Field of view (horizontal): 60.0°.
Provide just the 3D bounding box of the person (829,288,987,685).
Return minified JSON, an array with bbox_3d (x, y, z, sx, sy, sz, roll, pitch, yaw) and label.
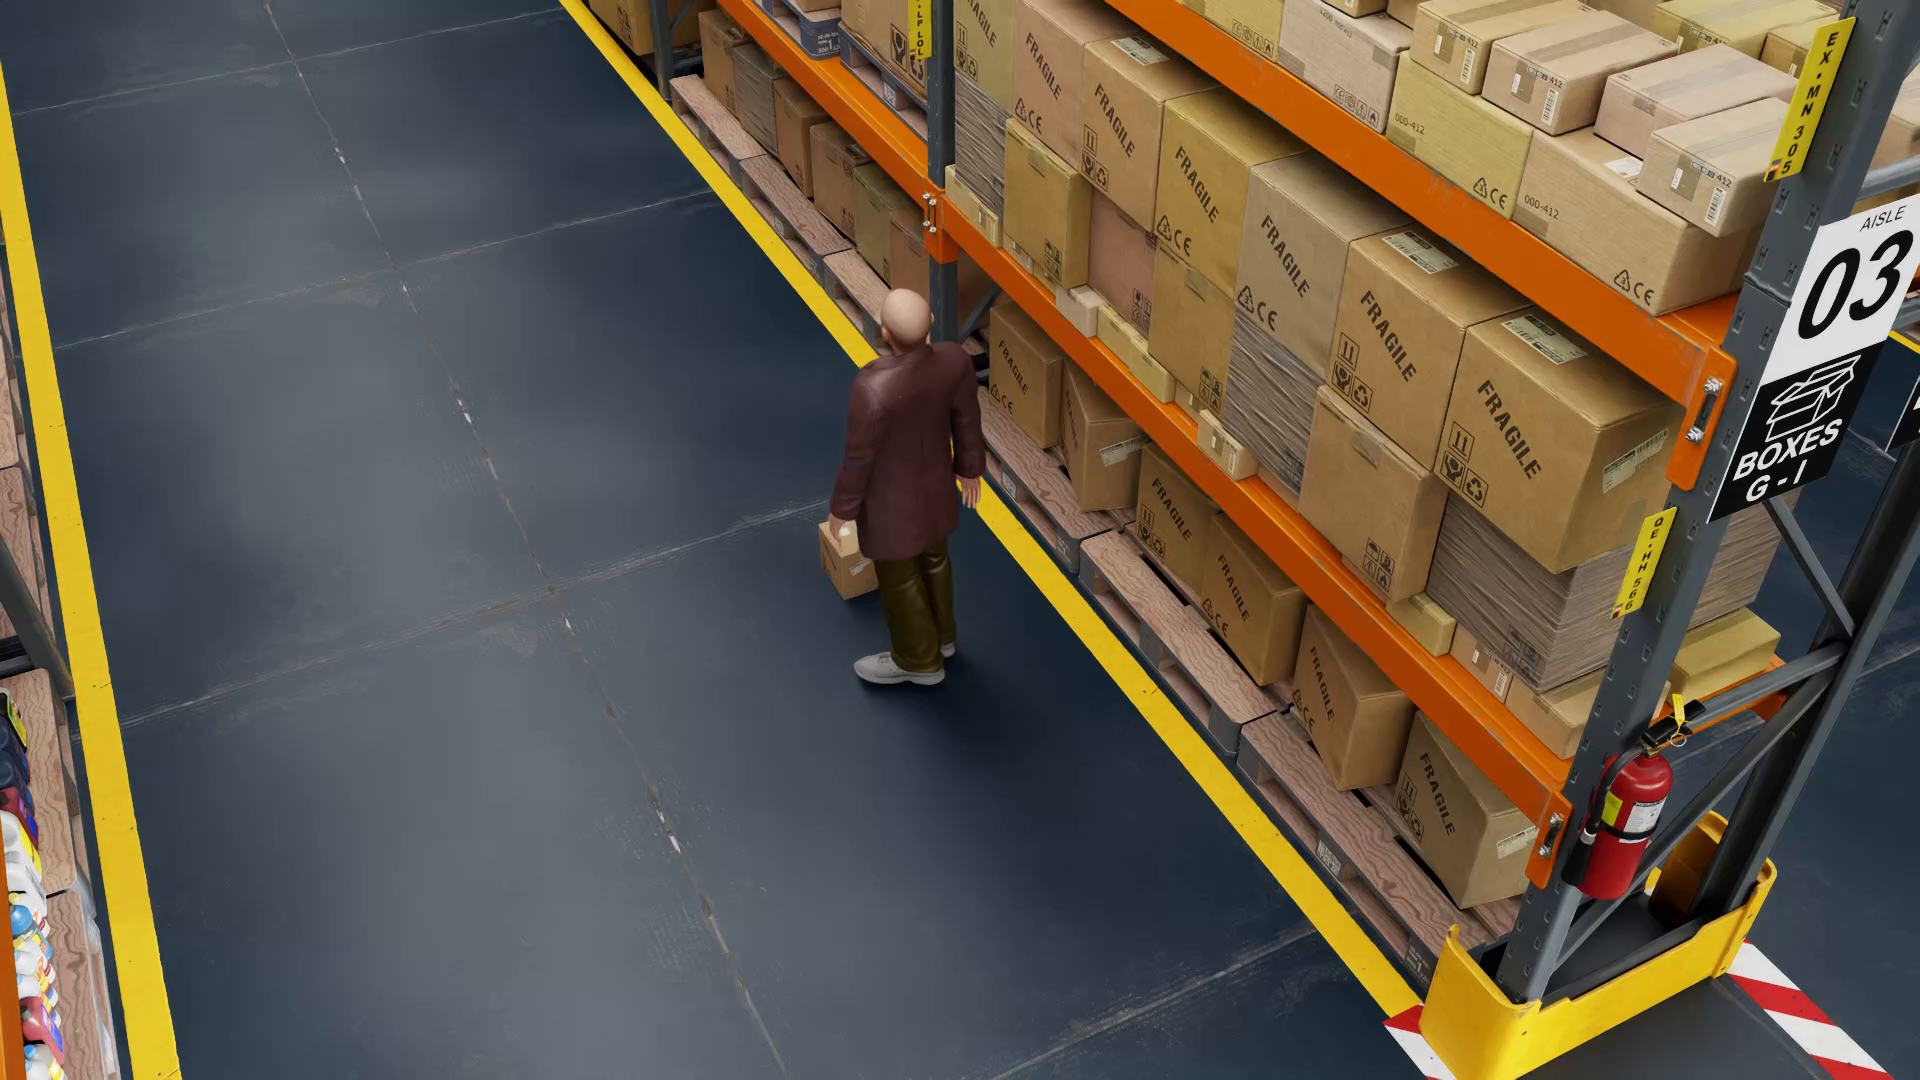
[{"bbox_3d":[-0.213,-0.197,6.371,0.649,1.779,0.467,-30,49,-30],"label":"person"}]
